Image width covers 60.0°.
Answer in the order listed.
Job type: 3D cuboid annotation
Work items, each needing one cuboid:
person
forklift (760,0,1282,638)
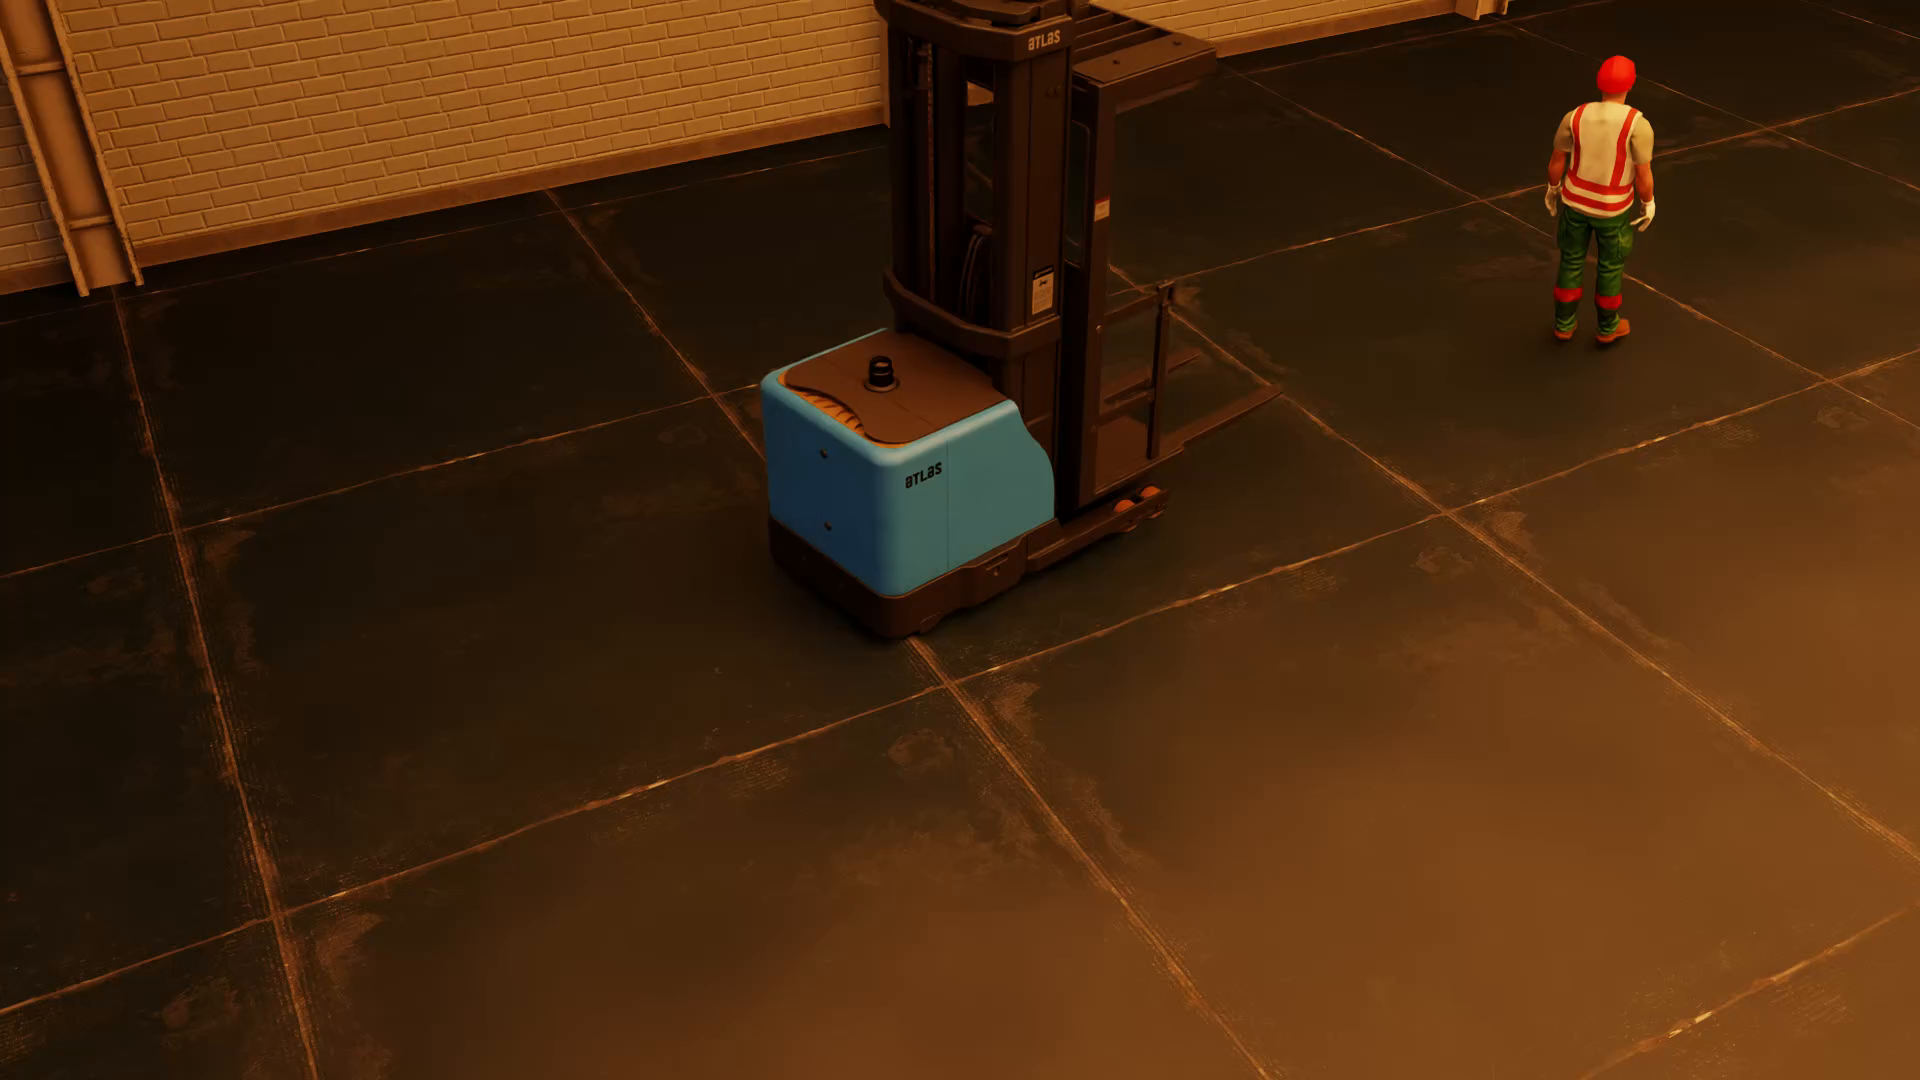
[{"bbox_3d":[3.817,-2.027,9.887,0.637,1.787,0.561,24,42,30],"label":"person"},{"bbox_3d":[0.475,-1.446,8.169,3.031,2.935,1.130,-26,43,-32],"label":"forklift"}]
